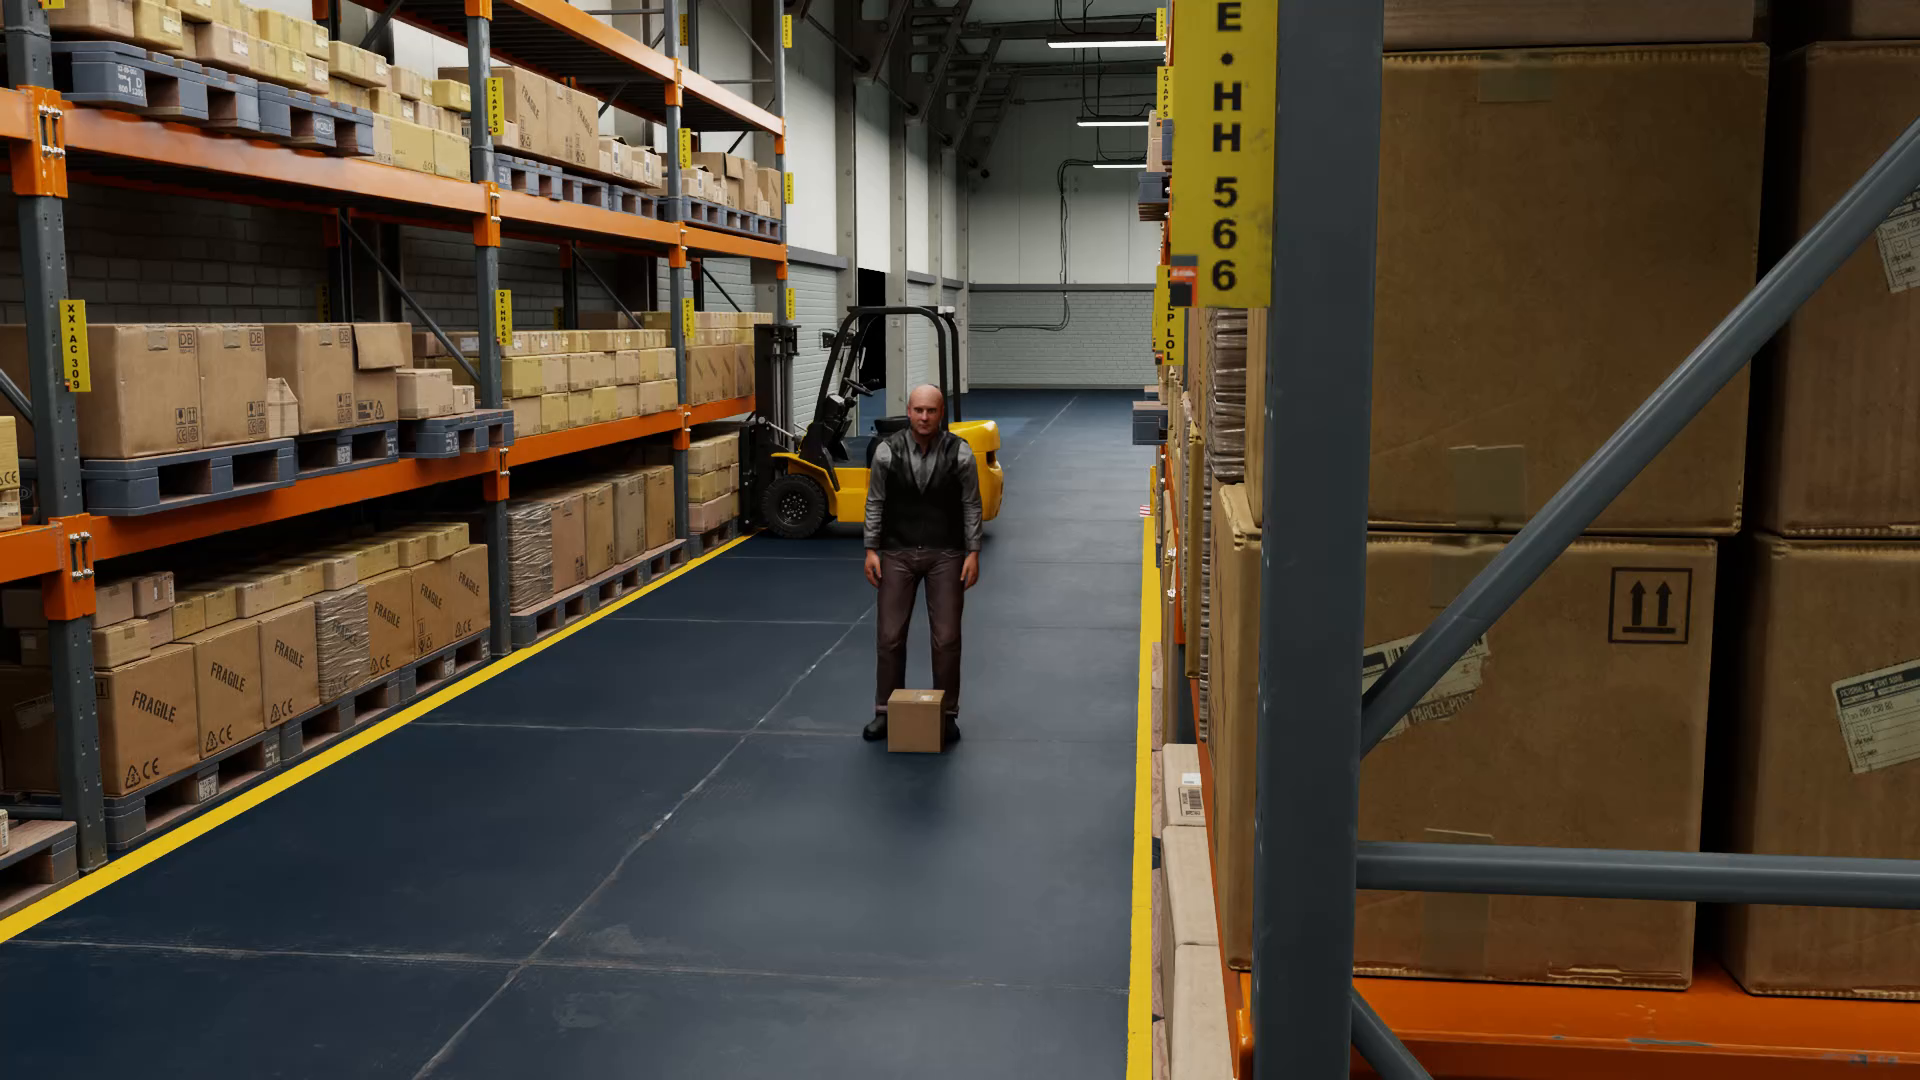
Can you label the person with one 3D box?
[{"bbox_3d":[-0.180,0.099,8.137,0.581,1.719,0.421,0,8,3],"label":"person"}]
